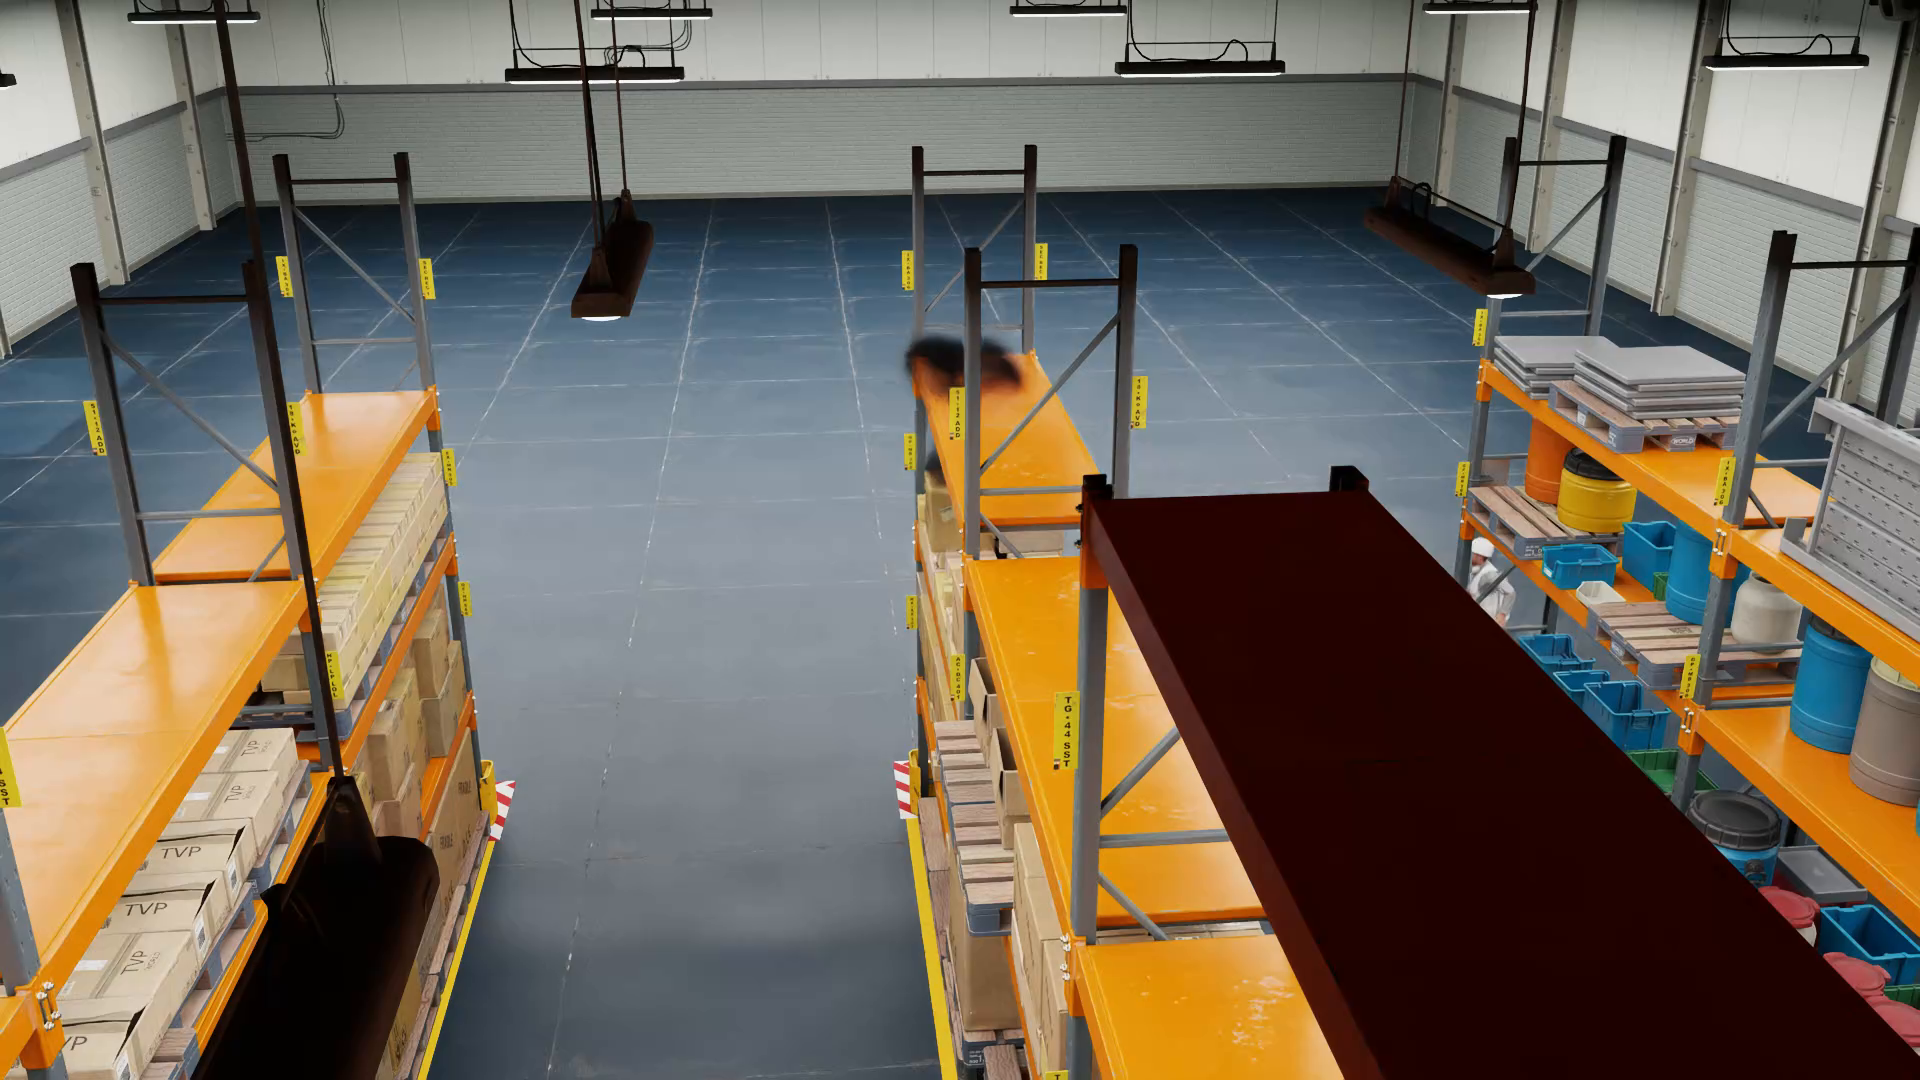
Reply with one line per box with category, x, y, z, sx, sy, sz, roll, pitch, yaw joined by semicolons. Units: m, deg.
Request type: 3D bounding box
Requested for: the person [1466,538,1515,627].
person;5.485;0.820;17.237;0.976;1.751;0.665;4;22;10
